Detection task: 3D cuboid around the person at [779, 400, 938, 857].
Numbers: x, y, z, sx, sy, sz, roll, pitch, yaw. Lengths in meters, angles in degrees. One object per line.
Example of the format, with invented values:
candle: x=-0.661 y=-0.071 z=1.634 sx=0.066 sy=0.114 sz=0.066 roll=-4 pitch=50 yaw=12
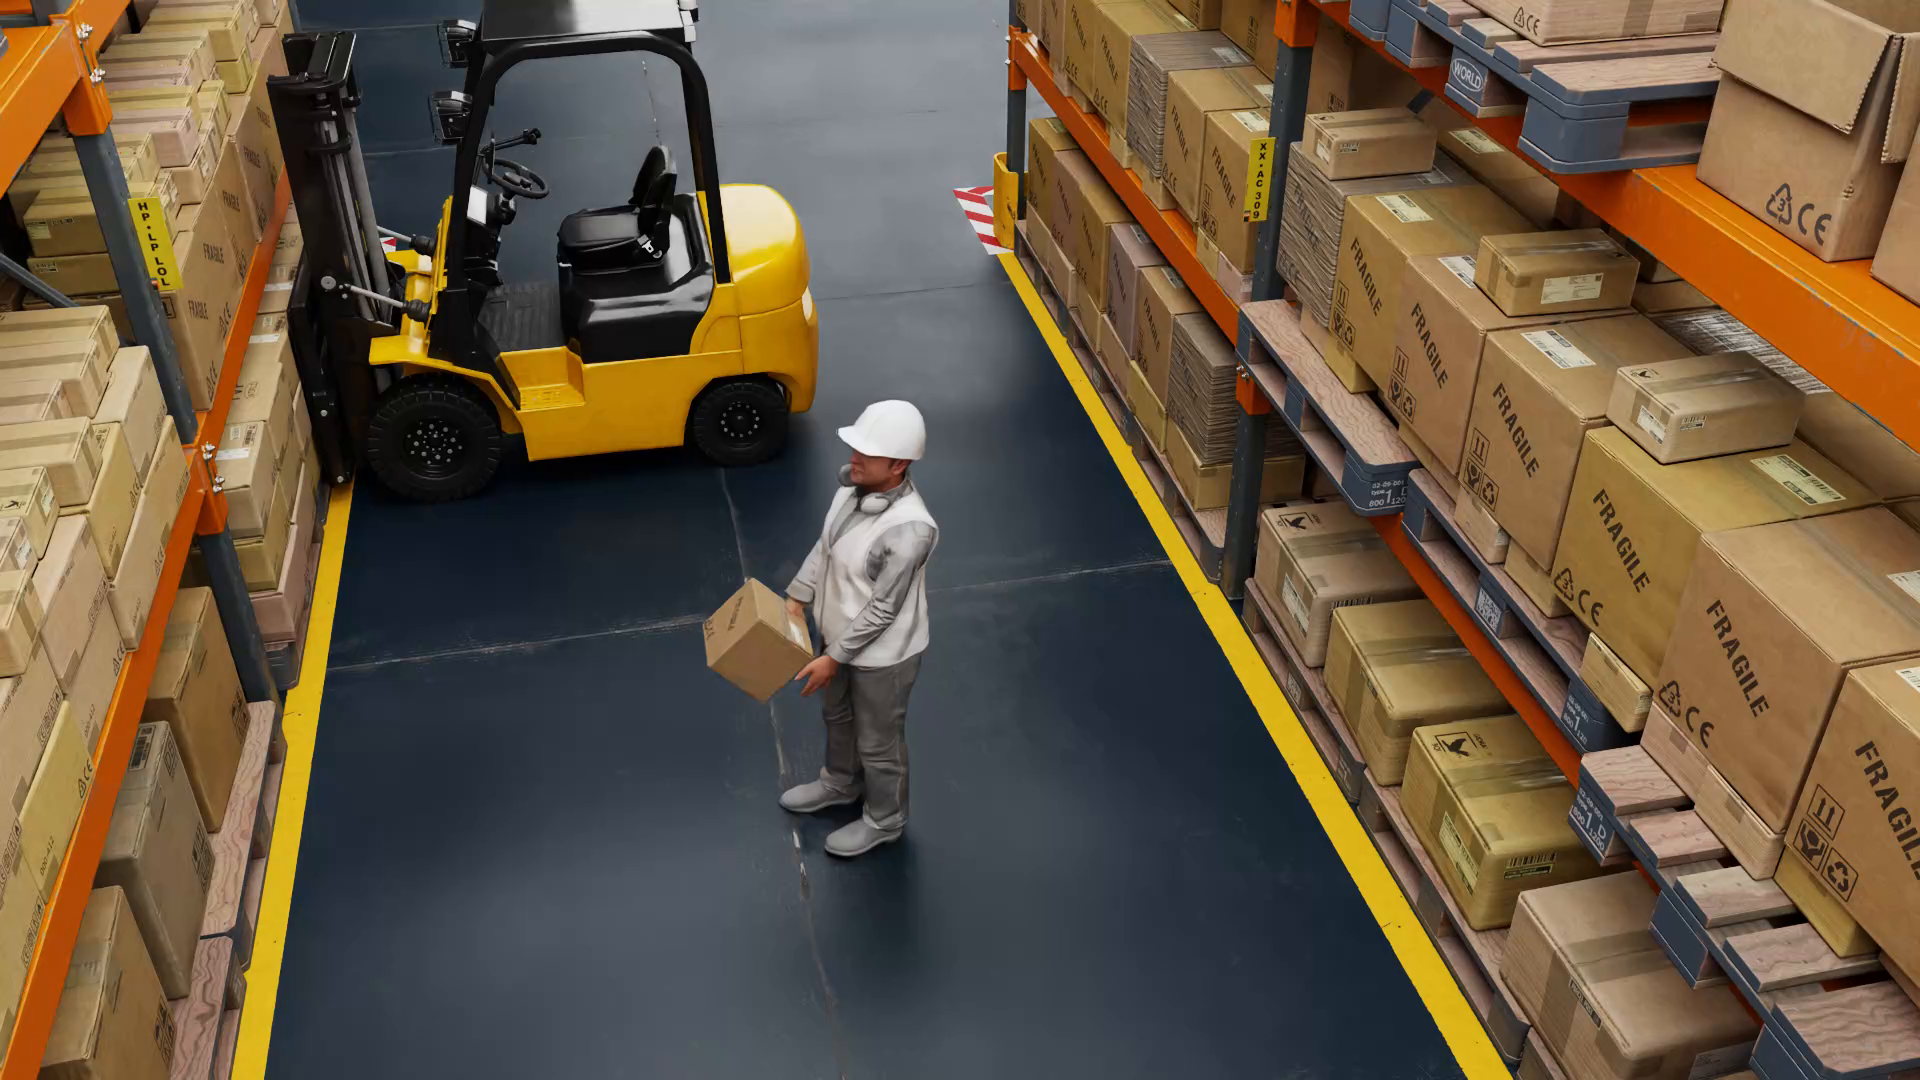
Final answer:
person: x=-0.375 y=0.316 z=5.648 sx=0.521 sy=1.777 sz=0.517 roll=-15 pitch=37 yaw=-21
